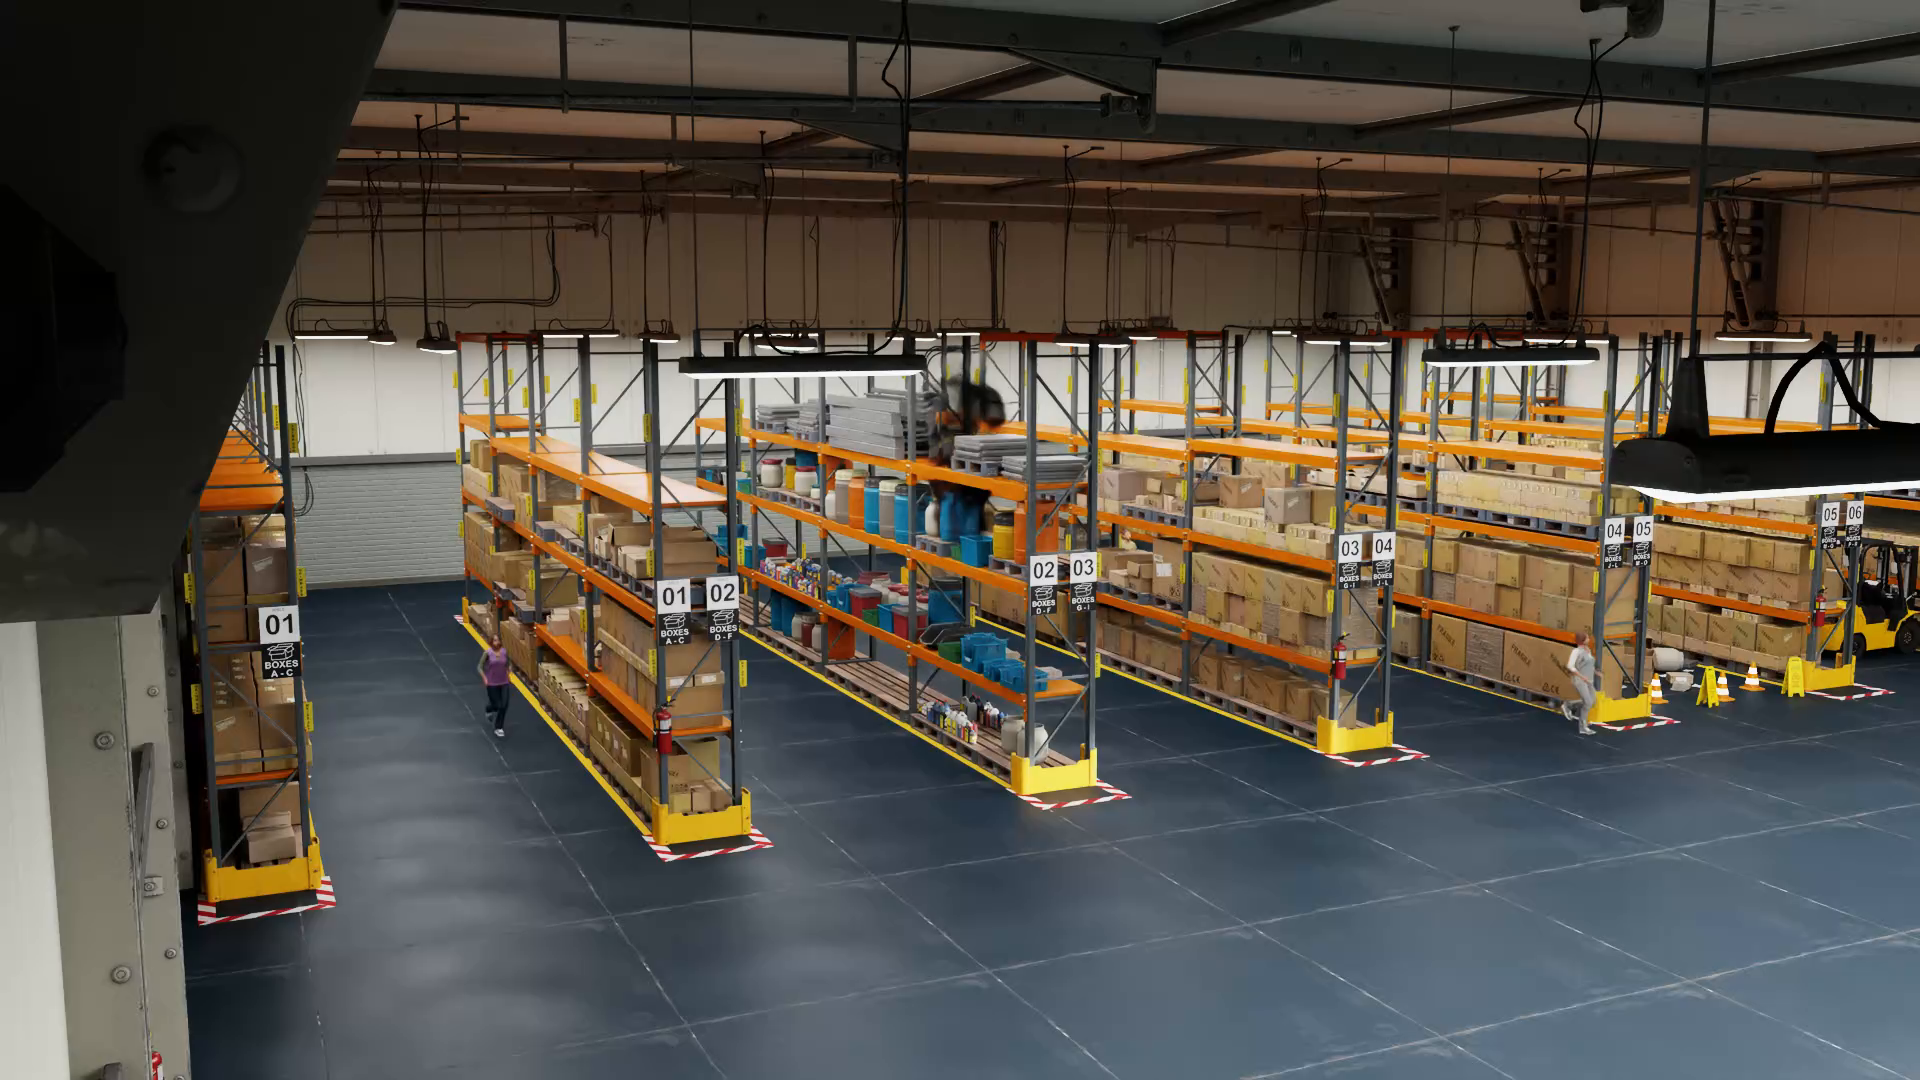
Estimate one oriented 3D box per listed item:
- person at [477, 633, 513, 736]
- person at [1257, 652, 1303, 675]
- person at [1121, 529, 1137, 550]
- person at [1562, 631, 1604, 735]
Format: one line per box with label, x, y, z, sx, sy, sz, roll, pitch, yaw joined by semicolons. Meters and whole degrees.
person;-7.038;2.188;25.222;0.528;1.539;0.549;-5;9;-32
person;5.772;1.453;29.671;0.669;1.794;0.991;-5;9;-30
person;3.659;0.572;36.557;0.584;1.645;0.939;-4;9;-28
person;9.474;2.158;25.341;0.558;1.553;0.570;-7;10;-42
